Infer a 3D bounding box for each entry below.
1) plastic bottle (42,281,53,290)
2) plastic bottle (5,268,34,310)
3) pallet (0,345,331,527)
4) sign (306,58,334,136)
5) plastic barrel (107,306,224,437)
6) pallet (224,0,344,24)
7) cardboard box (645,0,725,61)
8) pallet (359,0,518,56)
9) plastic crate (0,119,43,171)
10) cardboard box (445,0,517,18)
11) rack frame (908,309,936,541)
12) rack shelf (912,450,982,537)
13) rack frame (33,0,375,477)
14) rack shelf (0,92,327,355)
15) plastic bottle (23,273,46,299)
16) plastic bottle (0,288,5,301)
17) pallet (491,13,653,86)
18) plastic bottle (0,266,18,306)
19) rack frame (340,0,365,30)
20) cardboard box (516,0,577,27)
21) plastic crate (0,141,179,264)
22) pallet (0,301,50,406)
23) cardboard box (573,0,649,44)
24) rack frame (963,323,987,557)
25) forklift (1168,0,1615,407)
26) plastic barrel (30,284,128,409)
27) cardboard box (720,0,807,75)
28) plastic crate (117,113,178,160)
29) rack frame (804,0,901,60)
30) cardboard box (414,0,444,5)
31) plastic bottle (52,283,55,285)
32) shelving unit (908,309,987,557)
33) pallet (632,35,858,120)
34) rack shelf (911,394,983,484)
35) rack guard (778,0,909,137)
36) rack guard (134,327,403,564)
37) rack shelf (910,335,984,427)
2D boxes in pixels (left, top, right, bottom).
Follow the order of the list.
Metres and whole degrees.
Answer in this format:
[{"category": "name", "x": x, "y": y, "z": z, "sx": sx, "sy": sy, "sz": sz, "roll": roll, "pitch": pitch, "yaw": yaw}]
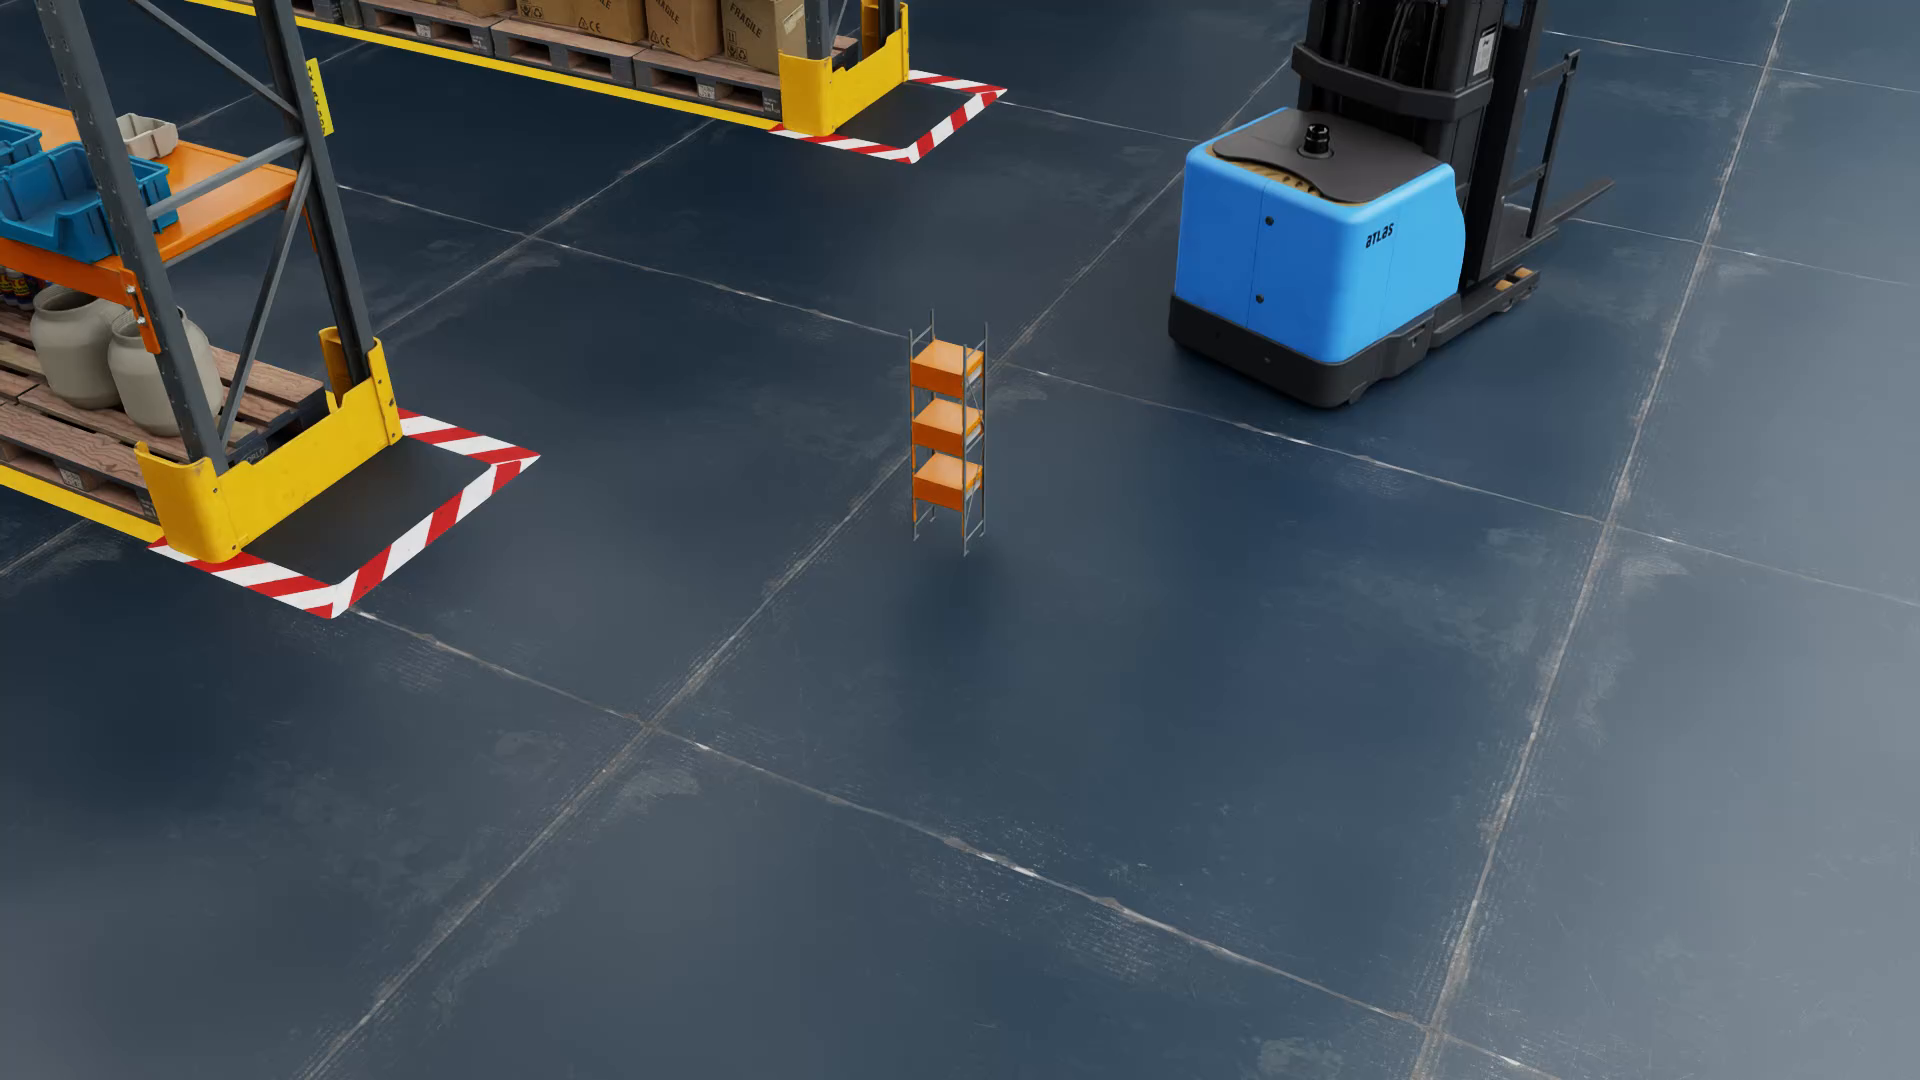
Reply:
[{"category": "plastic bottle", "x": -4.517, "y": -1.206, "z": 8.308, "sx": 0.097, "sy": 0.201, "sz": 0.097, "roll": 0, "pitch": 37, "yaw": 0}, {"category": "plastic bottle", "x": -4.730, "y": -1.300, "z": 8.375, "sx": 0.097, "sy": 0.271, "sz": 0.097, "roll": 0, "pitch": 37, "yaw": 0}, {"category": "pallet", "x": -3.767, "y": -0.559, "z": 7.812, "sx": 1.213, "sy": 0.211, "sz": 1.003, "roll": 17, "pitch": 41, "yaw": 21}, {"category": "sign", "x": -2.702, "y": -1.849, "z": 6.976, "sx": 0.005, "sy": 0.325, "sz": 0.100, "roll": 17, "pitch": 41, "yaw": 21}, {"category": "plastic barrel", "x": -3.578, "y": -0.763, "z": 7.485, "sx": 0.421, "sy": 0.512, "sz": 0.421, "roll": 0, "pitch": 37, "yaw": 0}, {"category": "pallet", "x": -4.925, "y": -4.321, "z": 12.768, "sx": 1.213, "sy": 0.211, "sz": 1.003, "roll": 17, "pitch": 41, "yaw": 21}, {"category": "cardboard box", "x": -1.774, "y": -3.606, "z": 11.240, "sx": 0.500, "sy": 0.500, "sz": 0.500, "roll": 29, "pitch": 46, "yaw": 33}, {"category": "pallet", "x": -3.620, "y": -3.938, "z": 12.263, "sx": 1.213, "sy": 0.211, "sz": 1.003, "roll": 17, "pitch": 41, "yaw": 21}, {"category": "plastic crate", "x": -4.115, "y": -1.548, "z": 6.931, "sx": 0.408, "sy": 0.251, "sz": 0.499, "roll": 17, "pitch": 41, "yaw": 21}, {"category": "cardboard box", "x": -3.384, "y": -4.100, "z": 11.890, "sx": 0.500, "sy": 0.500, "sz": 0.500, "roll": -30, "pitch": 47, "yaw": -34}, {"category": "rack frame", "x": -0.156, "y": -0.467, "z": 6.997, "sx": 0.008, "sy": 1.050, "sz": 0.200, "roll": 17, "pitch": 41, "yaw": 21}, {"category": "rack shelf", "x": -0.048, "y": -0.203, "z": 7.127, "sx": 0.240, "sy": 0.259, "sz": 0.215, "roll": 17, "pitch": 41, "yaw": 21}, {"category": "rack frame", "x": -2.959, "y": -1.445, "z": 6.673, "sx": 0.127, "sy": 3.000, "sz": 1.000, "roll": 17, "pitch": 41, "yaw": 21}, {"category": "rack shelf", "x": -4.735, "y": -1.714, "z": 7.623, "sx": 4.000, "sy": 0.370, "sz": 1.077, "roll": 17, "pitch": 41, "yaw": 21}, {"category": "plastic bottle", "x": -4.618, "y": -1.282, "z": 8.341, "sx": 0.133, "sy": 0.283, "sz": 0.061, "roll": 18, "pitch": 41, "yaw": 22}, {"category": "plastic bottle", "x": -4.907, "y": -1.328, "z": 8.469, "sx": 0.097, "sy": 0.201, "sz": 0.097, "roll": 0, "pitch": 37, "yaw": 0}, {"category": "pallet", "x": -2.533, "y": -3.599, "z": 11.817, "sx": 1.213, "sy": 0.211, "sz": 1.003, "roll": 17, "pitch": 41, "yaw": 21}, {"category": "plastic bottle", "x": -4.819, "y": -1.328, "z": 8.411, "sx": 0.097, "sy": 0.271, "sz": 0.097, "roll": 0, "pitch": 37, "yaw": 0}, {"category": "rack frame", "x": -4.233, "y": -5.216, "z": 11.641, "sx": 0.127, "sy": 3.000, "sz": 1.000, "roll": 17, "pitch": 41, "yaw": 21}, {"category": "cardboard box", "x": -2.797, "y": -3.970, "z": 11.719, "sx": 0.500, "sy": 0.500, "sz": 0.500, "roll": 14, "pitch": 39, "yaw": 18}, {"category": "plastic crate", "x": -3.541, "y": -1.364, "z": 6.689, "sx": 0.616, "sy": 0.251, "sz": 0.499, "roll": 17, "pitch": 41, "yaw": 21}, {"category": "pallet", "x": -4.846, "y": -0.899, "z": 8.259, "sx": 1.213, "sy": 0.211, "sz": 1.003, "roll": 17, "pitch": 41, "yaw": 21}, {"category": "cardboard box", "x": -2.322, "y": -3.790, "z": 11.483, "sx": 0.500, "sy": 0.500, "sz": 0.500, "roll": 21, "pitch": 42, "yaw": 26}, {"category": "rack frame", "x": 0.061, "y": -0.399, "z": 6.907, "sx": 0.008, "sy": 1.050, "sz": 0.200, "roll": 17, "pitch": 41, "yaw": 21}, {"category": "forklift", "x": 2.474, "y": -2.582, "z": 8.228, "sx": 3.031, "sy": 2.935, "sz": 1.130, "roll": -30, "pitch": 47, "yaw": -34}, {"category": "plastic barrel", "x": -4.023, "y": -0.903, "z": 7.668, "sx": 0.421, "sy": 0.512, "sz": 0.421, "roll": 0, "pitch": 37, "yaw": 0}, {"category": "cardboard box", "x": -1.228, "y": -3.458, "z": 11.045, "sx": 0.500, "sy": 0.500, "sz": 0.500, "roll": 25, "pitch": 44, "yaw": 29}, {"category": "plastic crate", "x": -3.605, "y": -1.761, "z": 7.308, "sx": 0.250, "sy": 0.136, "sz": 0.298, "roll": 17, "pitch": 41, "yaw": 21}, {"category": "rack frame", "x": -0.681, "y": -4.104, "z": 10.176, "sx": 0.127, "sy": 3.000, "sz": 1.000, "roll": 17, "pitch": 41, "yaw": 21}, {"category": "cardboard box", "x": -3.896, "y": -4.255, "z": 12.095, "sx": 0.500, "sy": 0.500, "sz": 0.500, "roll": 16, "pitch": 40, "yaw": 20}, {"category": "plastic bottle", "x": -4.425, "y": -1.205, "z": 8.249, "sx": 0.097, "sy": 0.271, "sz": 0.097, "roll": 0, "pitch": 37, "yaw": 0}, {"category": "shelving unit", "x": -0.048, "y": -0.433, "z": 6.952, "sx": 0.252, "sy": 1.050, "sz": 0.215, "roll": 17, "pitch": 41, "yaw": 21}, {"category": "pallet", "x": -1.454, "y": -3.259, "z": 11.369, "sx": 1.213, "sy": 0.211, "sz": 1.003, "roll": 17, "pitch": 41, "yaw": 21}, {"category": "rack shelf", "x": -0.048, "y": -0.425, "z": 6.959, "sx": 0.240, "sy": 0.259, "sz": 0.215, "roll": 17, "pitch": 41, "yaw": 21}, {"category": "rack guard", "x": -0.748, "y": -3.130, "z": 10.959, "sx": 0.348, "sy": 0.500, "sz": 1.175, "roll": 17, "pitch": 41, "yaw": 21}, {"category": "rack guard", "x": -3.048, "y": -0.445, "z": 7.423, "sx": 0.348, "sy": 0.500, "sz": 1.175, "roll": 17, "pitch": 41, "yaw": 21}, {"category": "rack shelf", "x": -0.048, "y": -0.651, "z": 6.787, "sx": 0.240, "sy": 0.259, "sz": 0.215, "roll": 17, "pitch": 41, "yaw": 21}]
